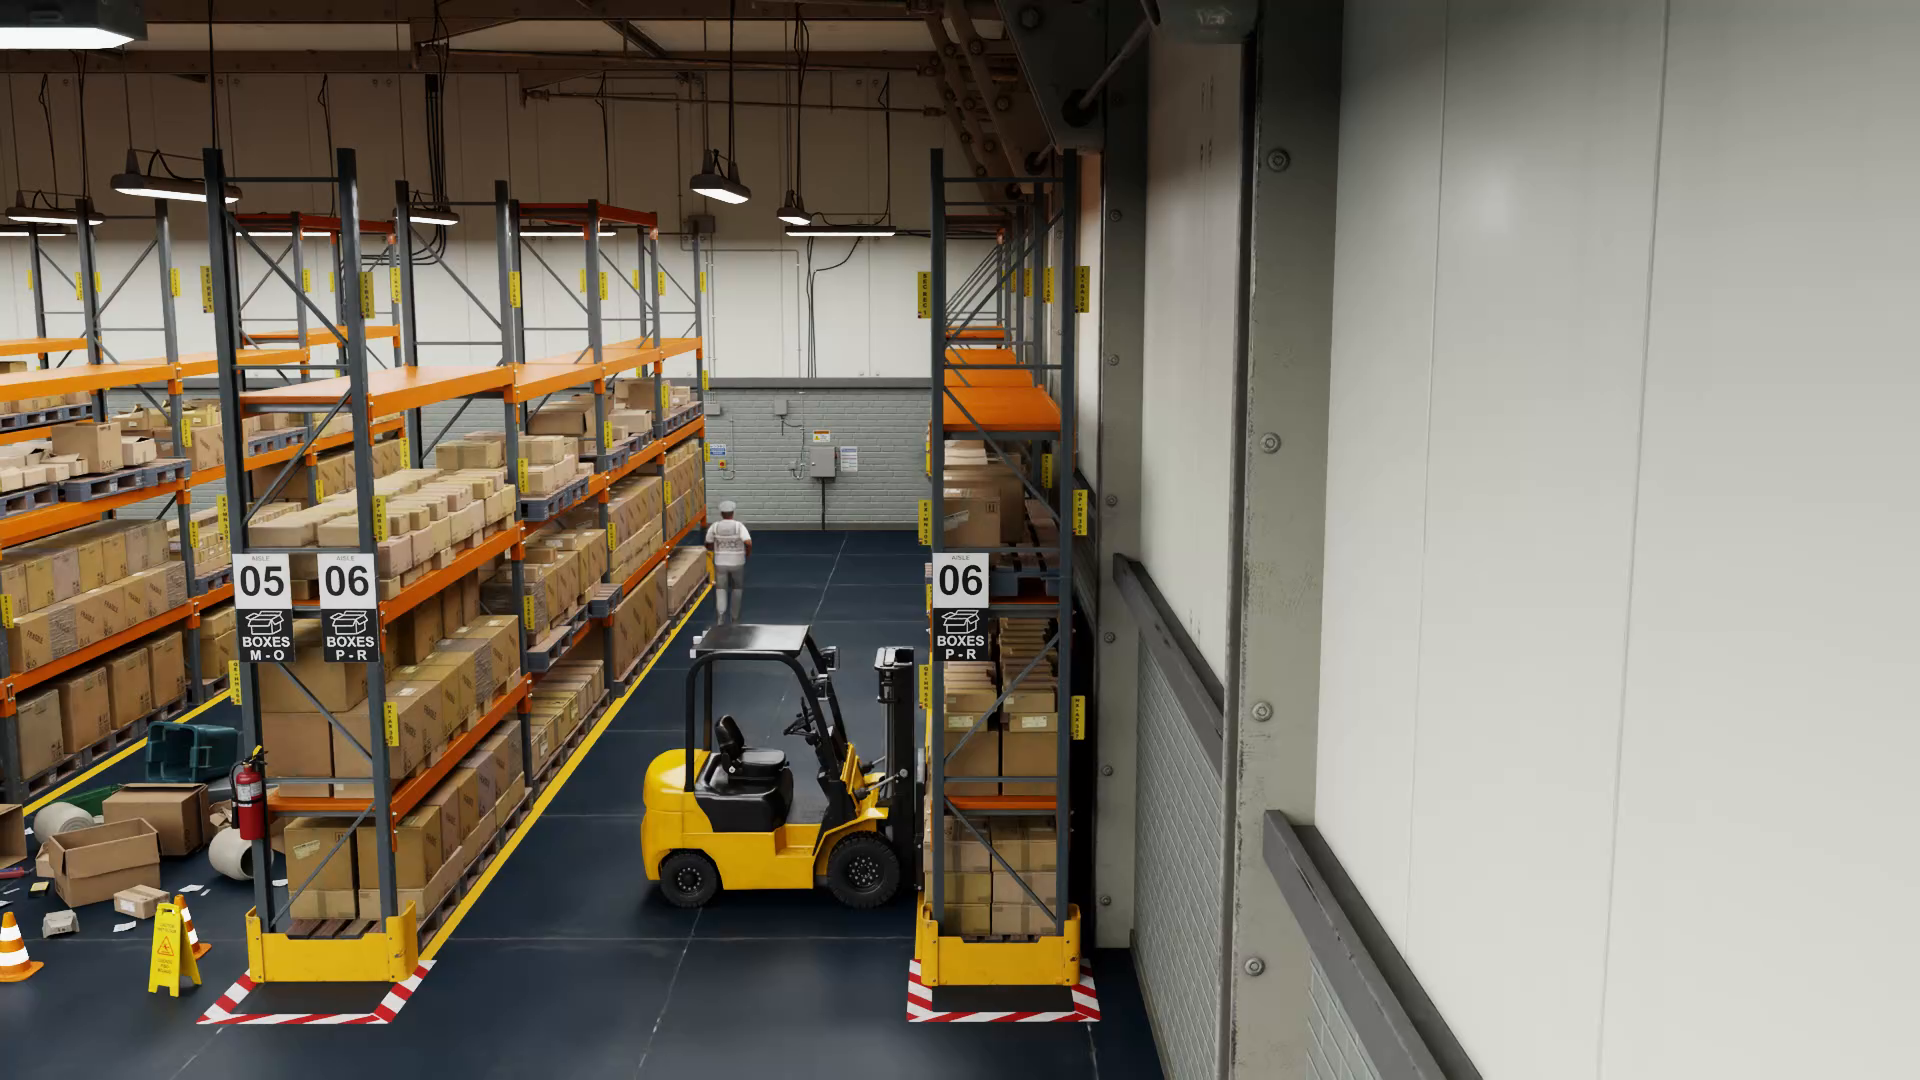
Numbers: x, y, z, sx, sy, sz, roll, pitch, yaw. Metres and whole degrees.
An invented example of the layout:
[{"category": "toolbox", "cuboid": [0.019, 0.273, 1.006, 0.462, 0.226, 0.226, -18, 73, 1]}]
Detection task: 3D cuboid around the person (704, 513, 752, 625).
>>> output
[{"category": "person", "cuboid": [-3.197, 0.362, 23.129, 0.662, 1.732, 0.758, 0, 9, 0]}]
